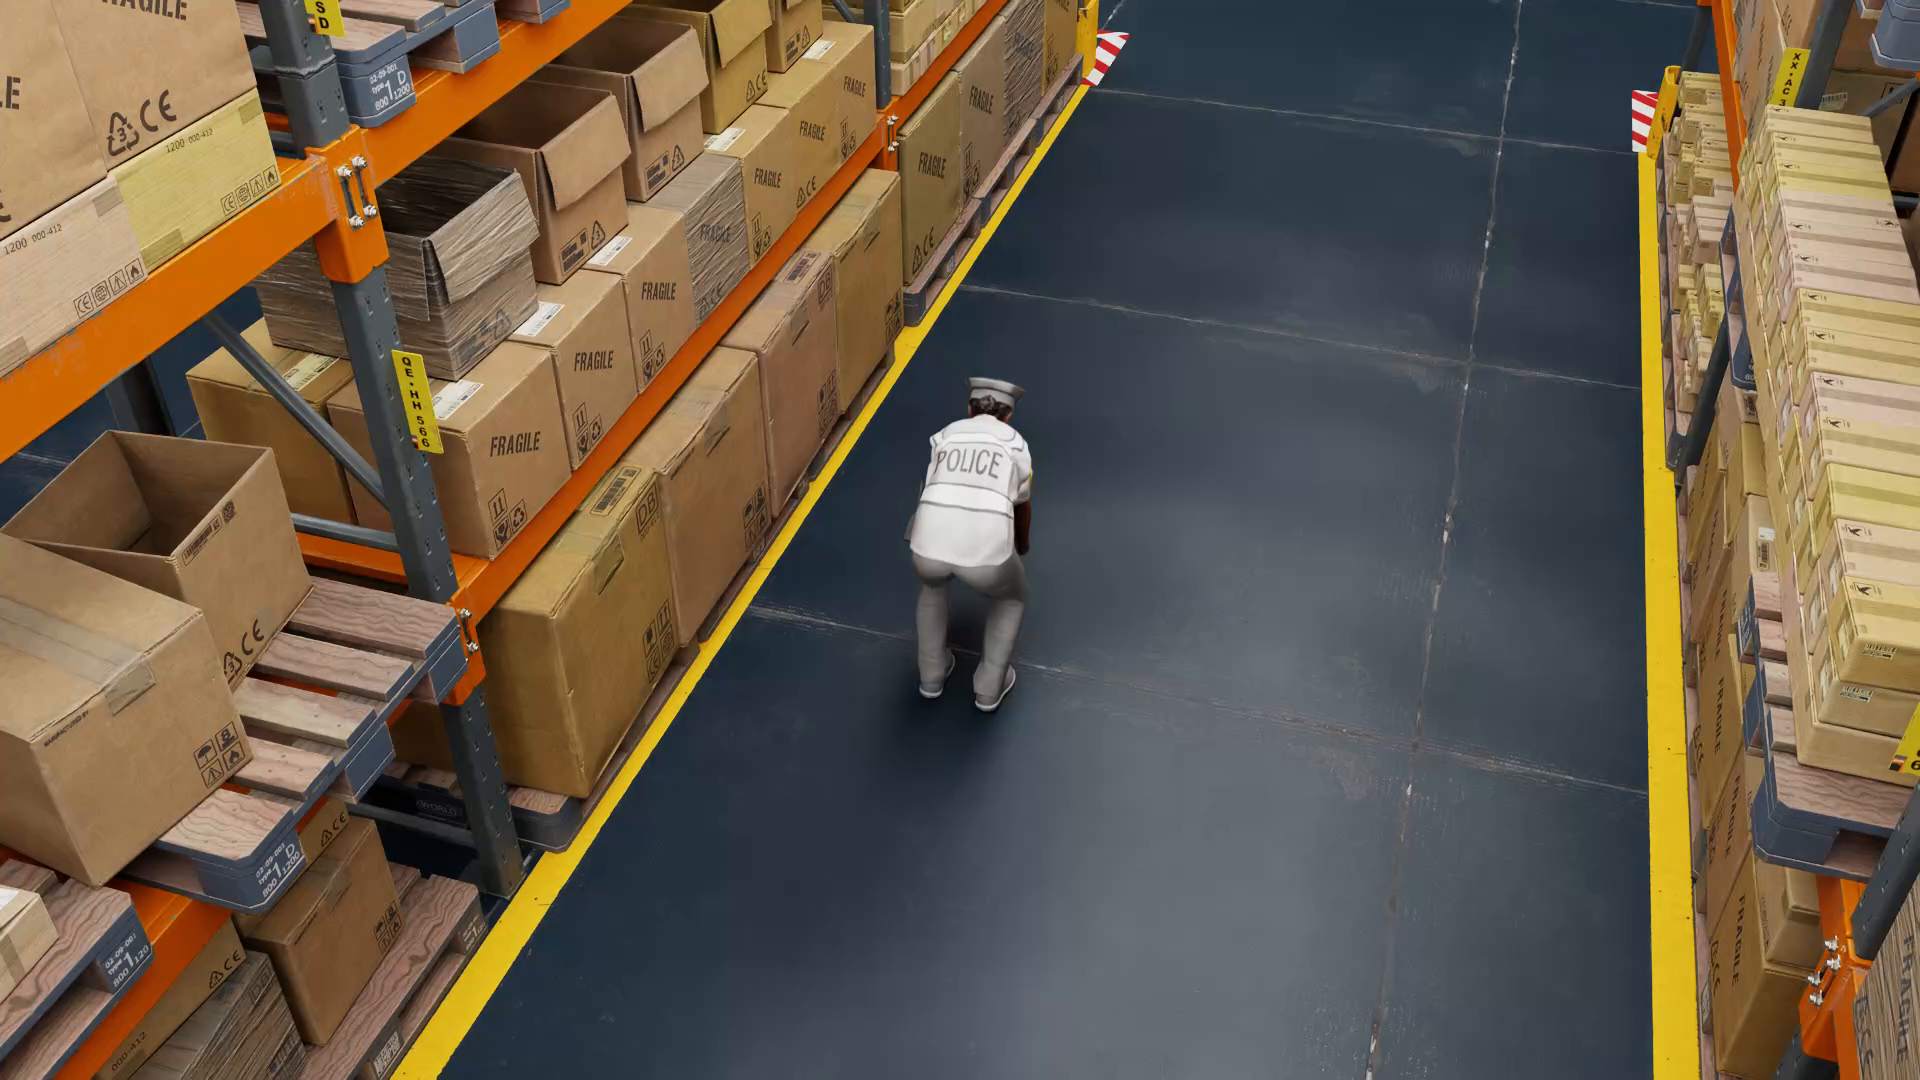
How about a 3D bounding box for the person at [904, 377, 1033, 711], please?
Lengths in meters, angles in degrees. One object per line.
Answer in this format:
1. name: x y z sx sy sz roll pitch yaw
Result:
1. person: 0.076 0.010 6.558 0.447 1.158 0.924 9 38 12
